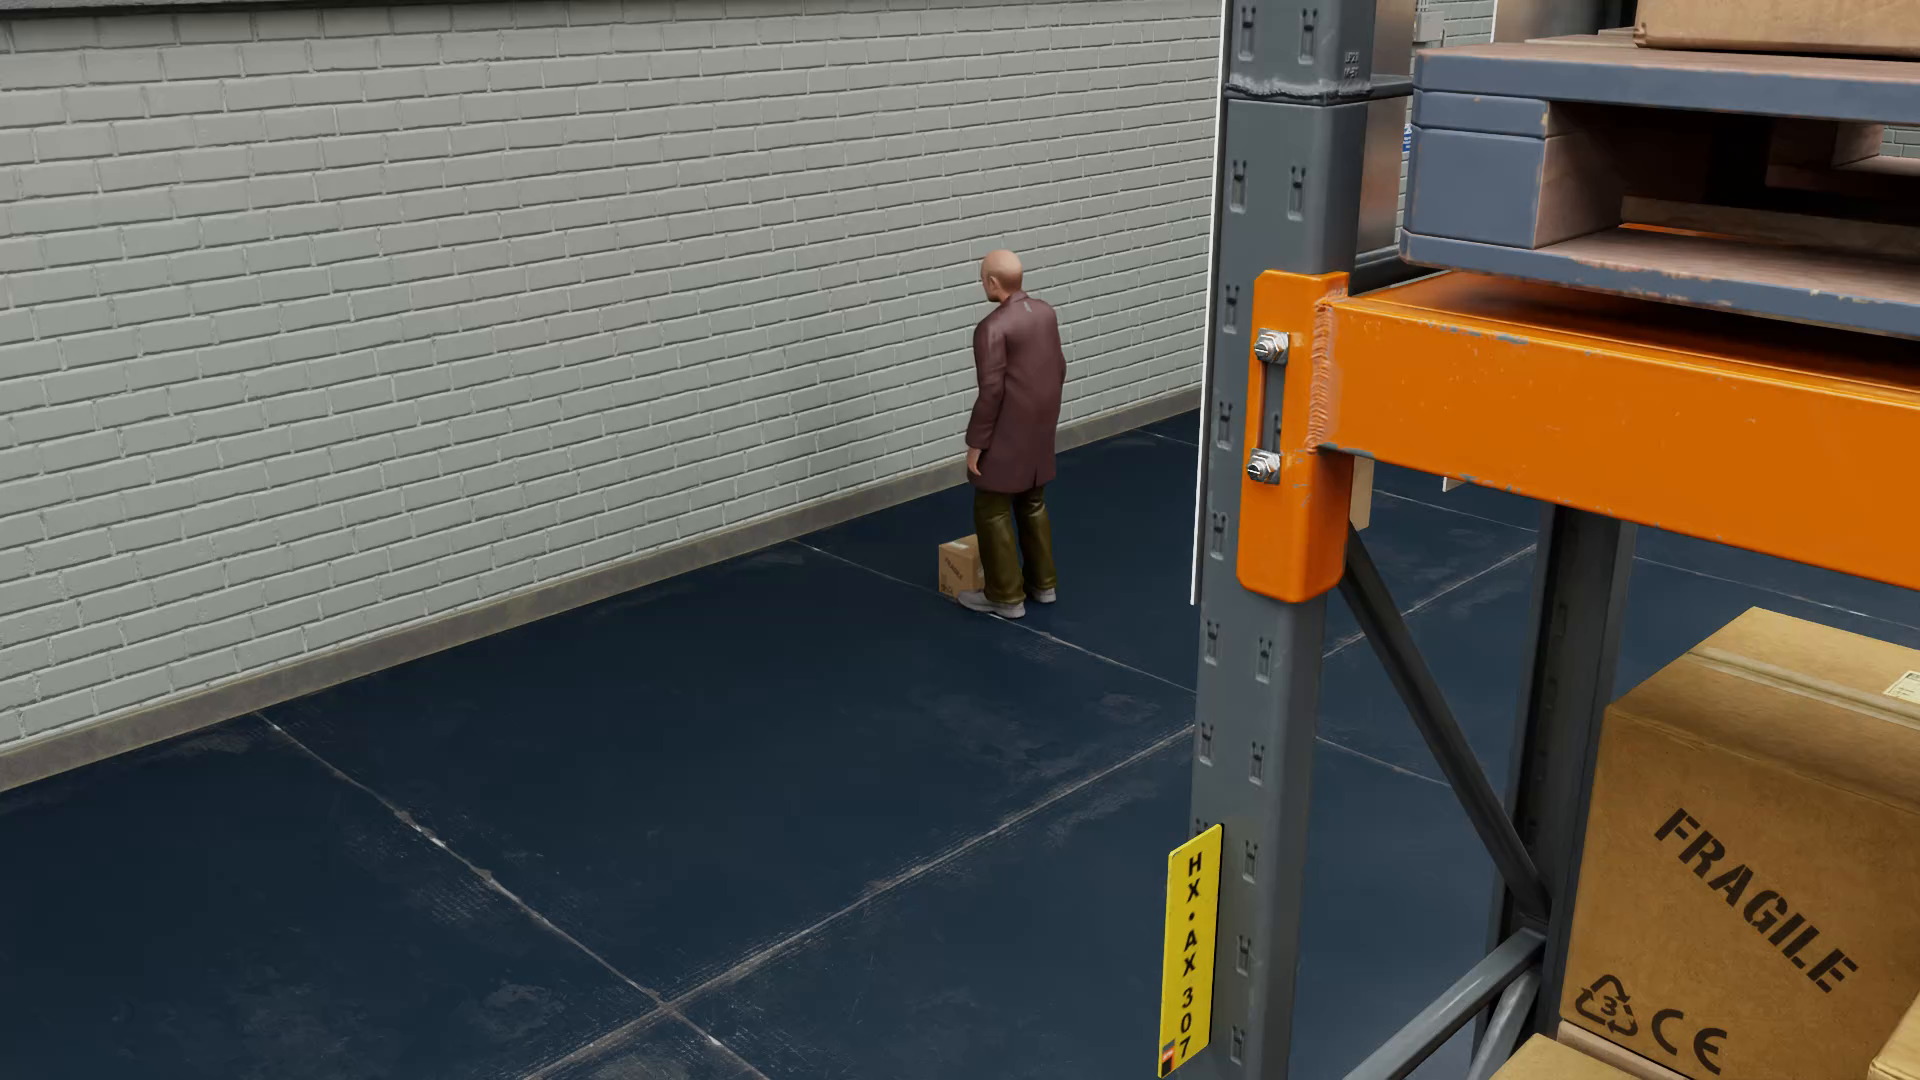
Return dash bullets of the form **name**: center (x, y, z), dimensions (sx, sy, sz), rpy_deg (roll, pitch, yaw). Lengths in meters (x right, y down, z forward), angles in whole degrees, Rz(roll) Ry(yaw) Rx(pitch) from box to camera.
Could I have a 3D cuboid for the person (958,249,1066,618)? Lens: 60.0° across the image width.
- **person**: center (0.248, -0.507, 7.973), dimensions (0.429, 1.772, 0.644), rpy_deg (17, 26, 38)
